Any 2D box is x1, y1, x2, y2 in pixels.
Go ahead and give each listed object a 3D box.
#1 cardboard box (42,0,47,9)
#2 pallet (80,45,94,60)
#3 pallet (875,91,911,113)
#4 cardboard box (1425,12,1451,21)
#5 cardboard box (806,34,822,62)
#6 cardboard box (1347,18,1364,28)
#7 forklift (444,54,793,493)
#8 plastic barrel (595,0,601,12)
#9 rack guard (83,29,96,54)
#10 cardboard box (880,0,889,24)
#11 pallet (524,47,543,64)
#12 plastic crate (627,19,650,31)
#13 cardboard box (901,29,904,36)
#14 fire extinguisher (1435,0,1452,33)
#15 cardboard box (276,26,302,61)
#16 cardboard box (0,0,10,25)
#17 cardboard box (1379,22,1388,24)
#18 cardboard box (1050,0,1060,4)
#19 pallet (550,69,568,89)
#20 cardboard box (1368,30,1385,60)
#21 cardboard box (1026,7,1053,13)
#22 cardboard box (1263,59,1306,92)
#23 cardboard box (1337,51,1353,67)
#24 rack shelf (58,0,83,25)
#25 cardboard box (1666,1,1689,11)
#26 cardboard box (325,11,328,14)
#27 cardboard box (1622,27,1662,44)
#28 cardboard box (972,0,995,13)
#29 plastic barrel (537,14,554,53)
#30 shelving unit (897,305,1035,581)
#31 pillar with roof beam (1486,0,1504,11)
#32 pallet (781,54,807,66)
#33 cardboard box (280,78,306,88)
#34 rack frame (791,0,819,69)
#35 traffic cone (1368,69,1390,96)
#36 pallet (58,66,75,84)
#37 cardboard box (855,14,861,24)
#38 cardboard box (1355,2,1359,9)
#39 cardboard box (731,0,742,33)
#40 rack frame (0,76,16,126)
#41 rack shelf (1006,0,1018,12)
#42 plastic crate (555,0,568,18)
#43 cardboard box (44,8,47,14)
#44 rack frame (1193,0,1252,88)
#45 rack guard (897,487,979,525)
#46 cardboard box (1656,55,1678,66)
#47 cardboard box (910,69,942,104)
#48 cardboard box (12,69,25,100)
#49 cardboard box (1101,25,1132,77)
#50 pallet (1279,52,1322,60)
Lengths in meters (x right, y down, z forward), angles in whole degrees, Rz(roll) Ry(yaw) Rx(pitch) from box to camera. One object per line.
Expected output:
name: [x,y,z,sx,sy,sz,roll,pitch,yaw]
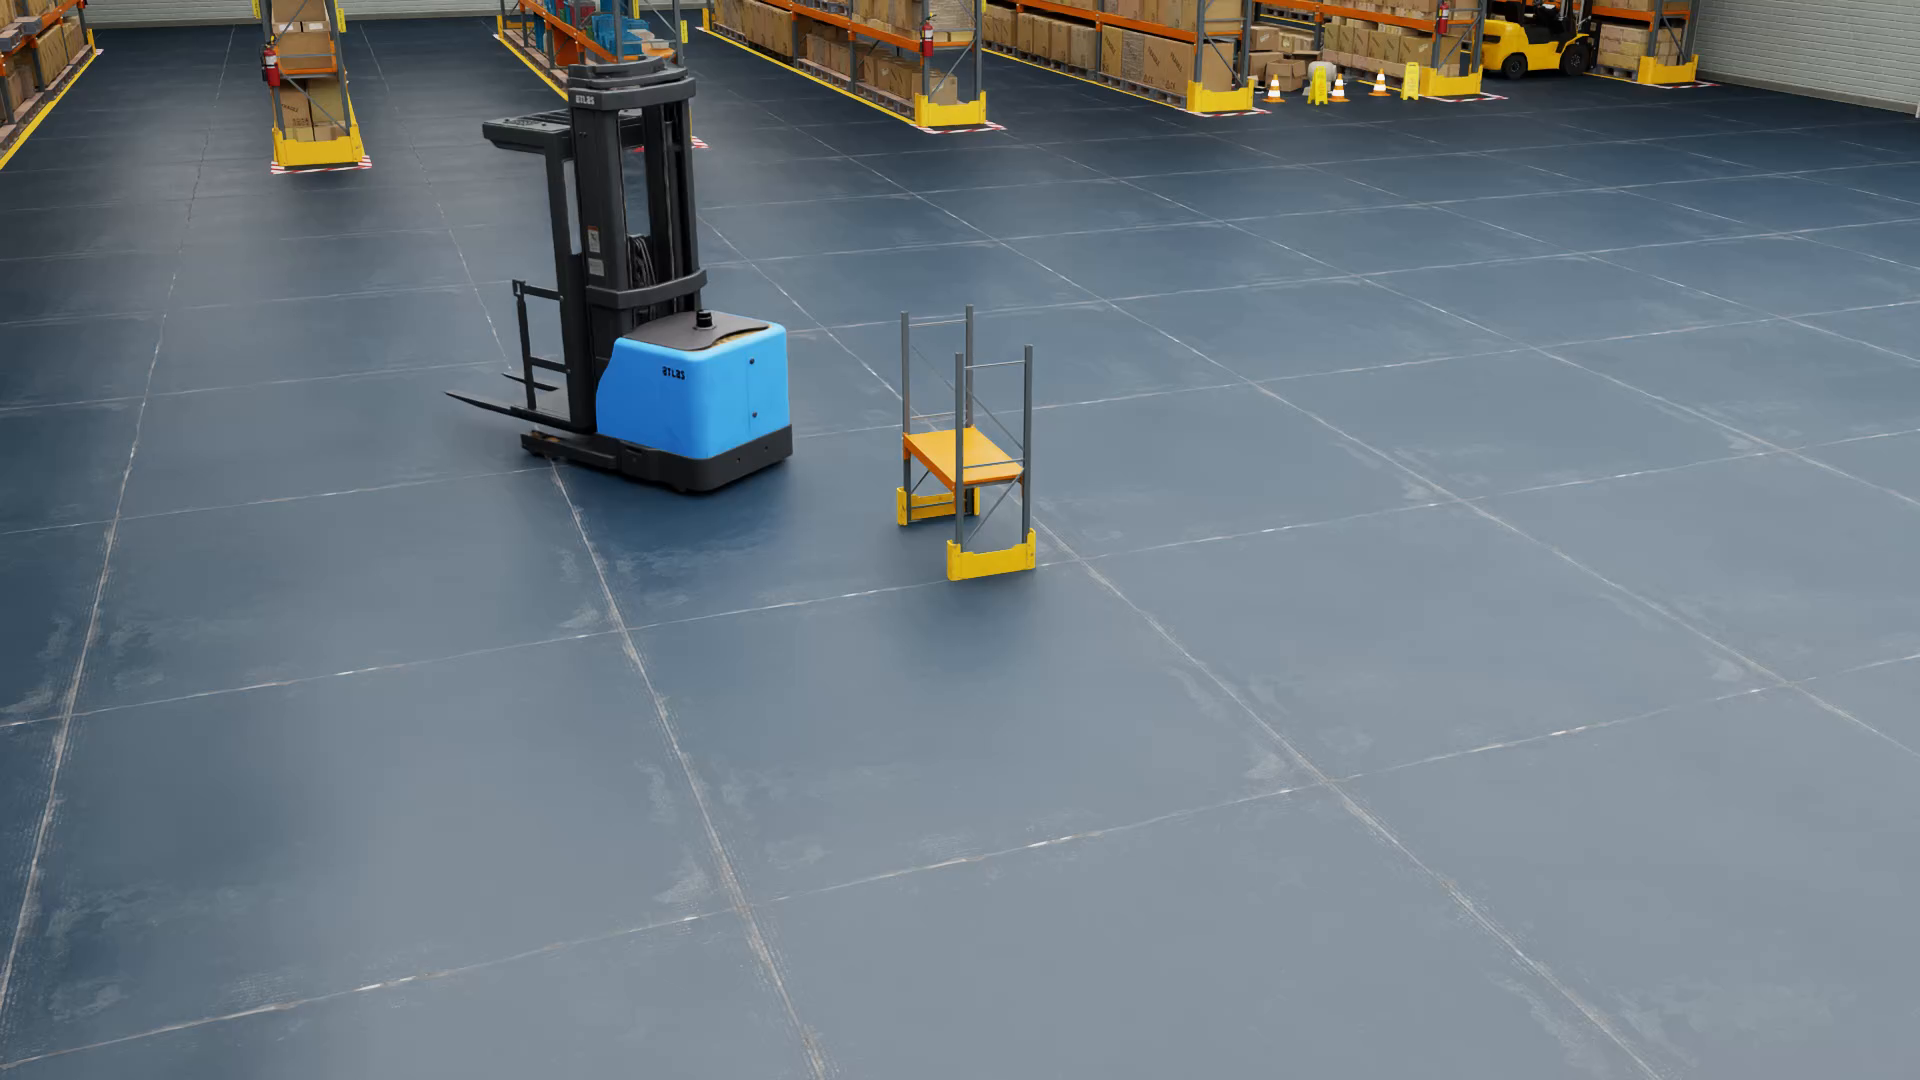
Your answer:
cardboard box: [-17.335,-10.134,30.894,0.500,0.500,0.500,-8,24,-17]
pallet: [-19.331,-10.512,35.918,1.003,0.211,1.213,-8,24,-19]
pallet: [-0.841,-7.787,29.454,1.003,0.211,1.213,-8,24,-19]
cardboard box: [8.806,-9.652,30.612,0.380,0.149,0.250,-8,24,-17]
cardboard box: [-2.703,-10.019,33.810,0.700,0.500,0.500,-10,25,-22]
cardboard box: [7.853,-10.194,32.774,0.380,0.149,0.250,-7,24,-17]
forklift: [-2.768,-2.121,12.508,3.031,2.935,1.130,15,27,32]
plastic barrel: [-6.312,-9.516,29.790,0.433,0.535,0.433,0,23,0]
rack guard: [-19.695,-10.933,36.547,1.175,0.500,0.348,-8,24,-19]
cardboard box: [-0.892,-9.225,28.762,0.875,0.500,0.500,-8,24,-19]
pallet: [-8.772,-10.411,35.680,1.003,0.211,1.213,-8,24,-19]
plastic crate: [-5.534,-8.642,28.084,0.499,0.251,0.616,-8,24,-19]
cardboard box: [-0.774,-8.625,28.176,0.380,0.149,0.250,-8,24,-19]
fire extinguisher: [8.748,-9.521,30.077,0.296,0.674,0.183,-8,24,-19]
cardboard box: [-9.744,-7.352,24.701,0.700,0.500,0.500,-8,24,-18]
cardboard box: [-16.224,-8.799,27.570,0.700,0.500,0.500,-8,24,-19]
cardboard box: [10.437,-12.600,39.960,0.500,0.500,0.500,-9,24,-20]
cardboard box: [2.157,-11.149,33.712,0.500,0.500,0.500,-9,24,-20]
pallet: [-7.355,-8.957,32.230,1.003,0.211,1.213,-8,24,-19]
cardboard box: [8.252,-9.562,32.109,0.500,0.500,0.500,-9,24,-20]
cardboard box: [1.700,-11.523,36.440,0.500,0.250,0.500,-9,25,-21]
cardboard box: [6.149,-8.802,31.486,0.637,0.503,0.797,12,26,27]
cardboard box: [7.880,-9.598,33.158,0.500,0.250,0.500,-7,24,-16]
rack shelf: [-18.980,-11.018,34.456,1.077,0.370,4.000,-8,24,-19]
cardboard box: [13.866,-10.608,32.428,0.500,0.500,0.500,-8,24,-17]
cardboard box: [-9.796,-7.929,25.236,0.380,0.149,0.250,-9,24,-20]
cardboard box: [13.326,-9.856,32.483,0.500,0.250,0.500,-8,24,-17]
cardboard box: [0.508,-12.195,38.034,0.500,0.250,0.500,-8,24,-18]
plastic barrel: [-8.579,-10.752,35.058,0.600,0.901,0.708,-8,24,-19]
shelving unit: [0.027,-0.663,10.893,0.587,1.500,1.083,-8,24,-19]
pillar with roof beam: [8.231,-15.074,35.429,9.100,9.000,0.400,-8,24,-19]
pallet: [-3.167,-10.220,35.227,1.003,0.211,1.213,-8,24,-19]
cardboard box: [-10.412,-6.913,25.824,0.500,0.500,0.500,-8,24,-19]
rack frame: [-2.959,-11.209,33.981,1.000,3.000,0.127,-8,24,-19]
traffic cone: [7.780,-8.472,30.754,0.336,0.463,0.334,-8,24,-19]
pallet: [-17.931,-9.068,32.493,1.003,0.211,1.213,-8,24,-19]
cardboard box: [-1.675,-9.427,30.079,0.380,0.149,0.250,-8,24,-19]
cardboard box: [7.975,-10.476,32.568,0.380,0.149,0.250,-8,24,-19]
cardboard box: [-4.848,-12.454,39.132,0.875,0.875,0.875,-8,24,-19]
rack frame: [-15.448,-7.716,25.696,1.000,3.000,0.127,-8,24,-19]
rack shelf: [1.011,-12.248,37.373,1.077,0.370,4.000,-8,24,-19]
plastic crate: [-7.308,-9.929,30.864,0.402,0.464,0.583,-8,24,-19]
cardboard box: [-17.556,-10.058,31.549,0.380,0.149,0.250,-8,24,-19]
rack frame: [4.543,-8.946,28.612,1.000,3.000,0.127,-8,24,-19]
rack guard: [-0.149,-0.268,11.565,0.587,0.250,0.087,-8,24,-19]
cardboard box: [13.790,-9.476,32.869,0.500,0.250,0.500,-8,24,-19]
cardboard box: [-0.581,-7.785,28.537,0.500,0.500,0.500,-2,23,-5]
cardboard box: [-16.484,-7.763,28.458,0.700,0.500,0.500,-8,24,-19]
cardboard box: [3.287,-9.375,31.827,0.875,0.875,0.875,-8,24,-18]
pallet: [7.449,-10.113,34.971,1.003,0.211,1.213,-8,24,-19]
